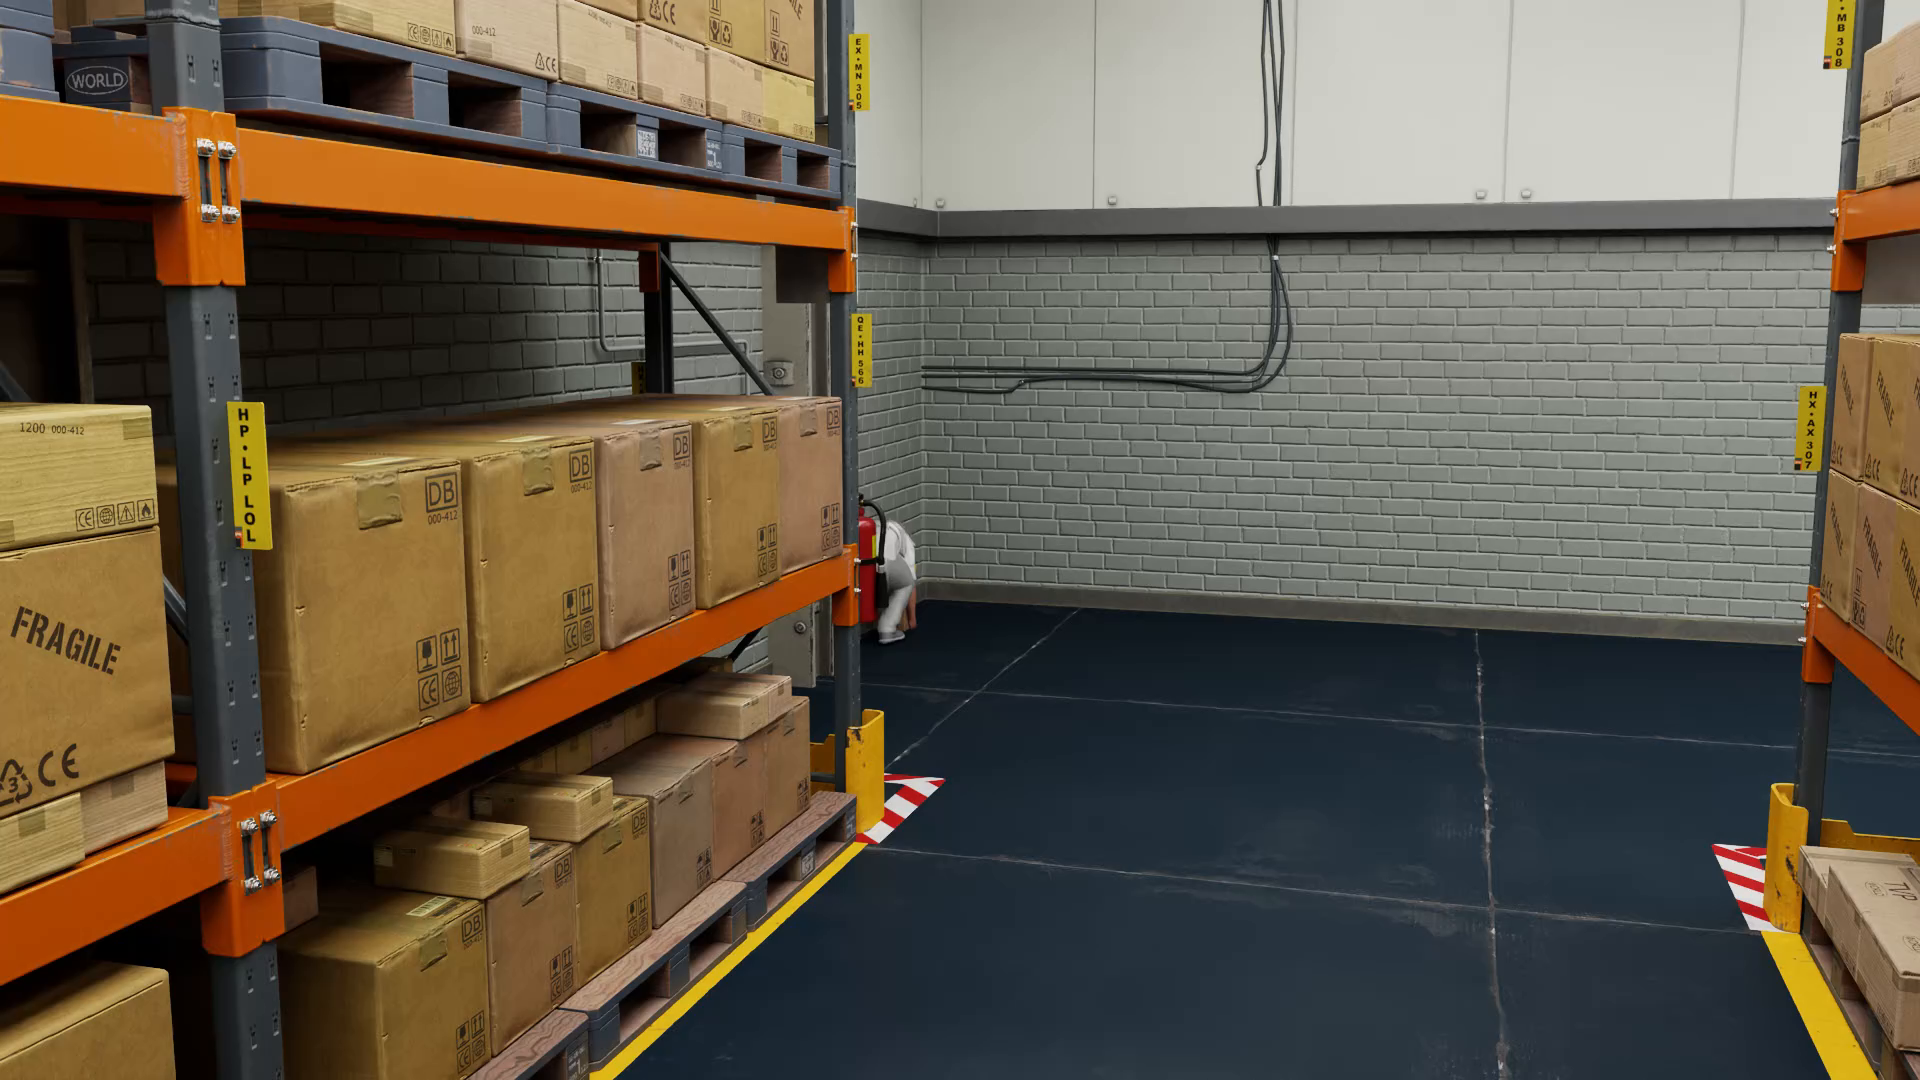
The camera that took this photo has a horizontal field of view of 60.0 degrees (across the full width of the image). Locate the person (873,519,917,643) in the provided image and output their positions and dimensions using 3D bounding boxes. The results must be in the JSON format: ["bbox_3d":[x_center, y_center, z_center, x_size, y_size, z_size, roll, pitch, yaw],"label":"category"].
[{"bbox_3d":[-0.588,0.267,12.044,0.542,0.901,1.026,2,9,14],"label":"person"}]
